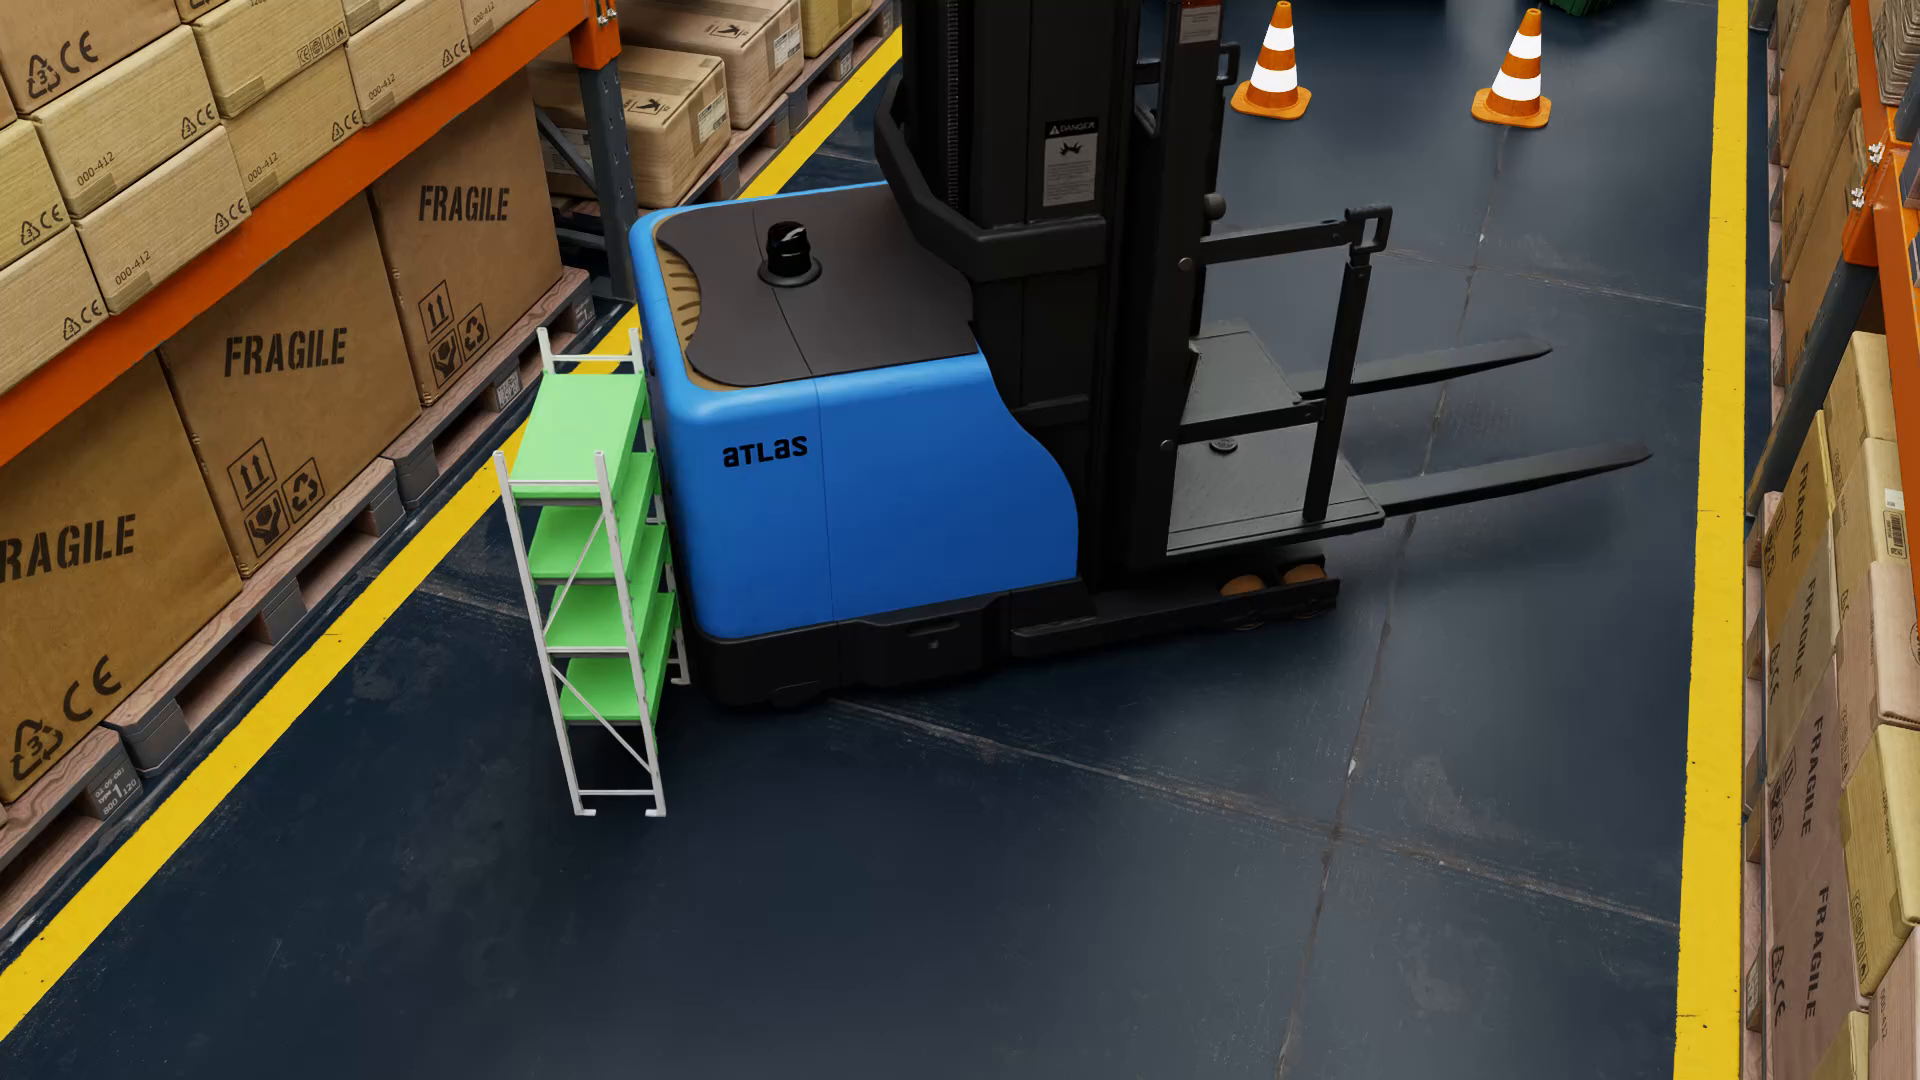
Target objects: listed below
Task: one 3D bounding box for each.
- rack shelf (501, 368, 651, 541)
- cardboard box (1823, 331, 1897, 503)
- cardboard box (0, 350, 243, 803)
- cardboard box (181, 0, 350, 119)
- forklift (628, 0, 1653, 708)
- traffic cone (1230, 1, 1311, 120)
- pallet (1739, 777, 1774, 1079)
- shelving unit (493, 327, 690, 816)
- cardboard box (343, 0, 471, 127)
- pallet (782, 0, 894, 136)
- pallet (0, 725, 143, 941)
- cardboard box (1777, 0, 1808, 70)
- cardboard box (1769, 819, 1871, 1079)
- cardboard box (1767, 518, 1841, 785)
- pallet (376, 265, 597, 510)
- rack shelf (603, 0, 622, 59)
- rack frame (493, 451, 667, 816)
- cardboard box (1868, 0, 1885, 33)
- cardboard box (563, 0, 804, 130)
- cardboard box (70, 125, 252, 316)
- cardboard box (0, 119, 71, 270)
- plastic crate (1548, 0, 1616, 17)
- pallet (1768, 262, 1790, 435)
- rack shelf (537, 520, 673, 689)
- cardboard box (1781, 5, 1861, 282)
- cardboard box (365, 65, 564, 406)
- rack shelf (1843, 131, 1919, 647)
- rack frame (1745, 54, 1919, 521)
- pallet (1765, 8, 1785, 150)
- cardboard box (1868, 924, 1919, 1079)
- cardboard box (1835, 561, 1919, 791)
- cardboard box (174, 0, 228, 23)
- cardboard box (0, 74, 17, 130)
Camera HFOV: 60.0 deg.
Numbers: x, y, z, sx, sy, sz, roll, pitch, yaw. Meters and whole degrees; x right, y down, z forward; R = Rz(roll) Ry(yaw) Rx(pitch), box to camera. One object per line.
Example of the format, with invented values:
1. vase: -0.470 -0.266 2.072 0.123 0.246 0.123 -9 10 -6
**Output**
1. rack shelf: -0.896 -0.208 3.928 0.258 0.148 0.480 0 40 0
2. cardboard box: 2.544 -0.264 4.273 0.500 0.250 0.500 11 42 13
3. cardboard box: -2.608 -0.034 4.292 0.875 0.875 0.875 14 43 16
4. cardboard box: -1.934 -1.324 4.222 0.500 0.250 0.500 12 42 14
5. forklift: 0.631 -1.169 4.362 3.031 2.935 1.130 -10 41 -11
6. traffic cone: 1.421 -2.182 7.451 0.336 0.463 0.334 13 42 15
7. pallet: 2.320 1.142 3.748 1.003 0.211 1.213 13 42 15
8. shelving unit: -0.896 0.108 4.199 0.258 1.200 0.503 0 40 0
9. cardboard box: -1.768 -1.435 4.737 0.500 0.250 0.500 14 42 16
10. pallet: -0.992 -2.330 7.819 1.003 0.211 1.213 13 42 15
11. pallet: -2.854 0.840 4.103 1.003 0.211 1.213 13 42 15
12. cardboard box: 4.247 -2.481 7.257 1.050 0.750 0.750 13 42 15
13. cardboard box: 2.011 0.962 3.413 0.500 0.500 0.500 12 42 14
14. cardboard box: 2.357 0.337 4.146 0.500 0.500 0.500 14 42 16
15. pallet: -2.019 -0.648 5.847 1.003 0.211 1.213 13 42 15
16. rack shelf: -0.995 -3.120 7.150 1.077 0.370 4.000 13 42 15
17. rack frame: -0.897 0.267 4.013 0.240 1.200 0.015 0 40 0
18. cardboard box: 3.081 -1.813 4.986 0.500 0.500 0.500 13 42 15
19. cardboard box: -1.232 -2.128 7.134 0.950 0.372 0.625 13 42 14
20. cardboard box: -2.103 -0.814 4.009 0.500 0.250 0.500 13 42 14
21. cardboard box: -2.282 -0.699 3.488 0.500 0.250 0.500 14 42 16
22. plastic crate: 3.203 -2.925 8.490 0.662 0.188 0.450 -29 58 -29
23. pallet: 3.348 -0.540 5.720 1.003 0.211 1.213 13 42 15
24. rack shelf: -0.896 0.157 4.240 0.258 0.148 0.480 0 40 0
25. cardboard box: 3.596 -1.326 5.903 1.050 0.750 0.750 14 42 16
26. cardboard box: -1.993 -1.122 5.568 0.875 0.875 0.875 13 42 15
27. rack shelf: 2.323 0.357 3.075 1.077 0.370 4.000 13 42 15
28. rack frame: 3.007 -1.136 4.271 1.000 3.000 0.127 13 42 15
29. pallet: 4.182 -2.028 7.464 1.003 0.211 1.213 13 42 15
30. cardboard box: 1.845 0.988 2.805 0.500 0.250 0.500 15 43 17
31. cardboard box: 2.189 0.345 3.560 0.500 0.250 0.500 14 42 15
32. cardboard box: -1.954 -1.602 3.970 0.500 0.500 0.500 13 42 15
33. cardboard box: -2.304 -0.979 3.238 0.500 0.500 0.500 12 42 14
